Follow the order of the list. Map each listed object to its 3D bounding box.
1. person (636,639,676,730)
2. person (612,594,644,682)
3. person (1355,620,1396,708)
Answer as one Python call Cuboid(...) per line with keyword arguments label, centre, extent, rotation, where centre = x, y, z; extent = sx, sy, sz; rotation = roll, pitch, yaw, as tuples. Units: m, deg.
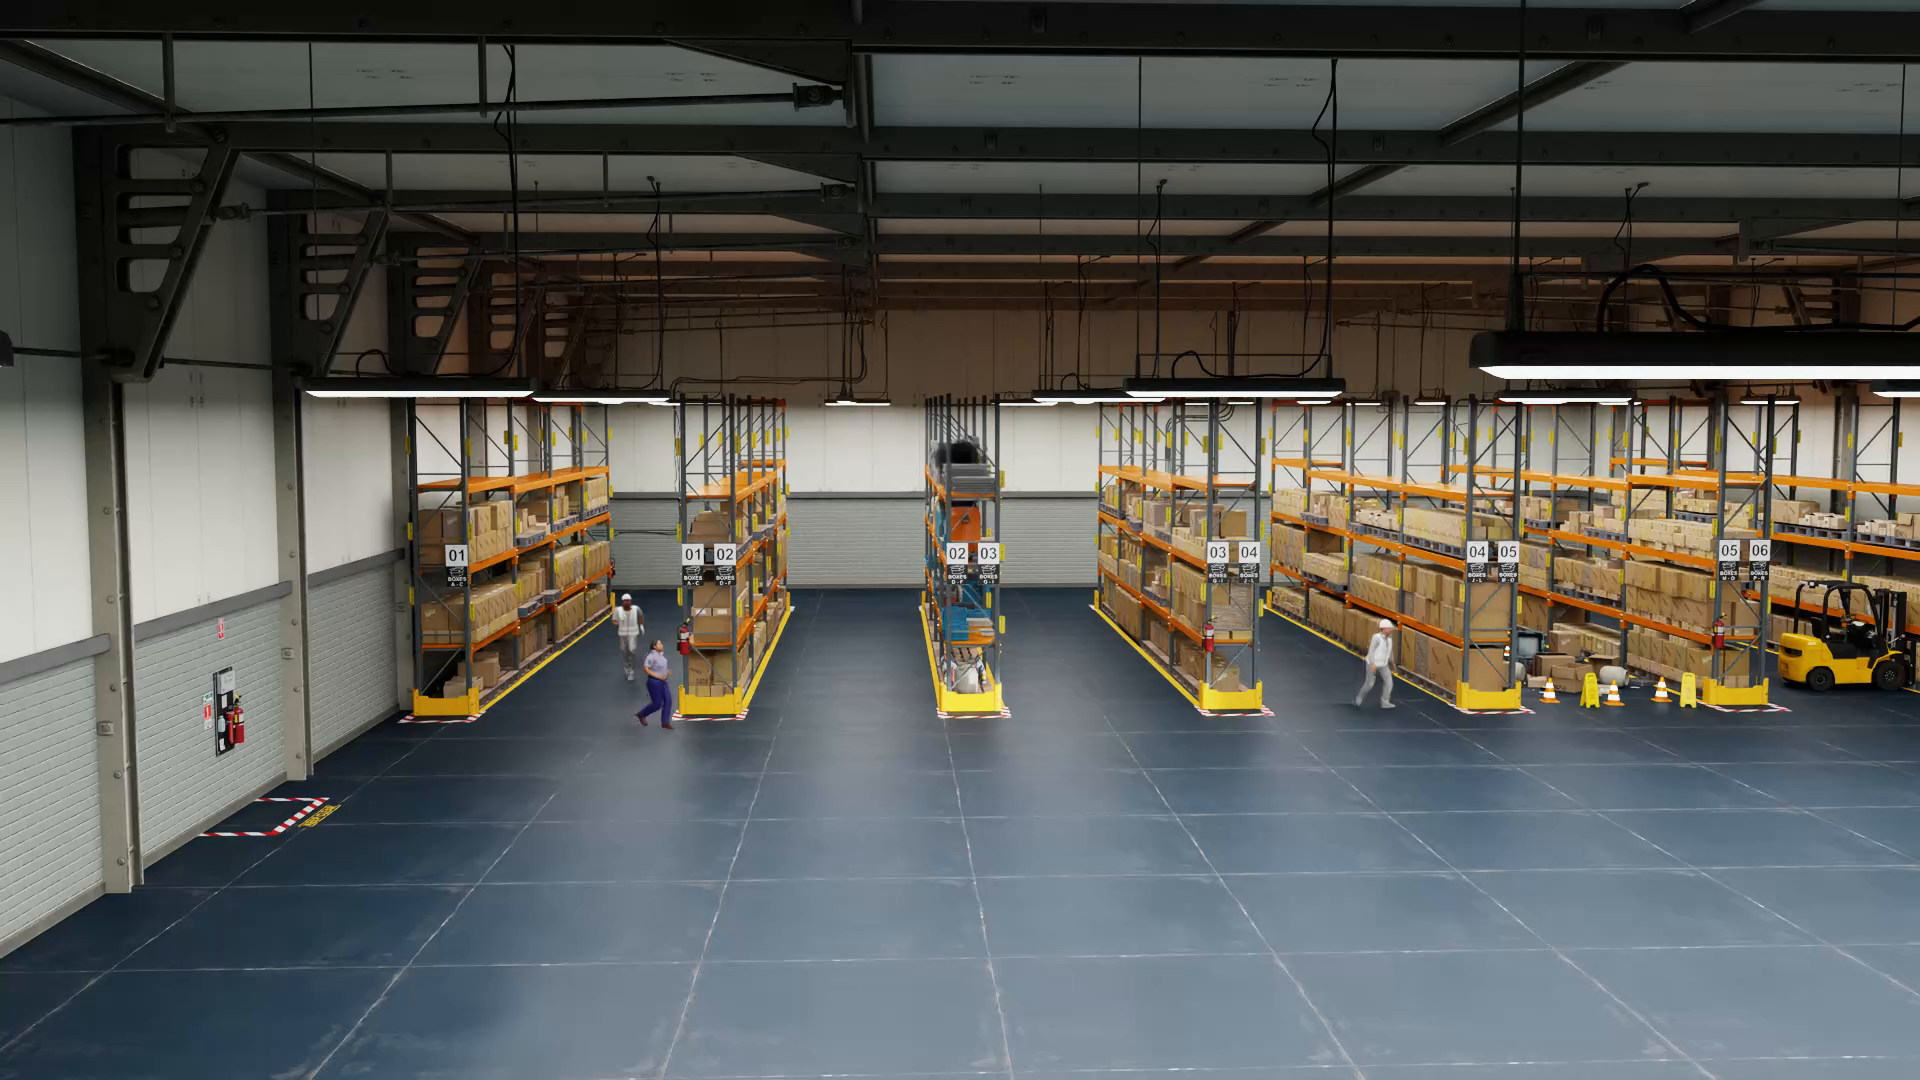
Cuboid(label="person", centre=(-5.442, 2.588, 29.699), extent=(0.742, 1.665, 0.654), rotation=(1, 5, 13))
Cuboid(label="person", centre=(-7.026, 2.050, 35.184), extent=(0.644, 1.842, 0.864), rotation=(0, 5, -3))
Cuboid(label="person", centre=(8.004, 2.361, 31.902), extent=(0.731, 1.713, 0.820), rotation=(-3, 6, -37))
